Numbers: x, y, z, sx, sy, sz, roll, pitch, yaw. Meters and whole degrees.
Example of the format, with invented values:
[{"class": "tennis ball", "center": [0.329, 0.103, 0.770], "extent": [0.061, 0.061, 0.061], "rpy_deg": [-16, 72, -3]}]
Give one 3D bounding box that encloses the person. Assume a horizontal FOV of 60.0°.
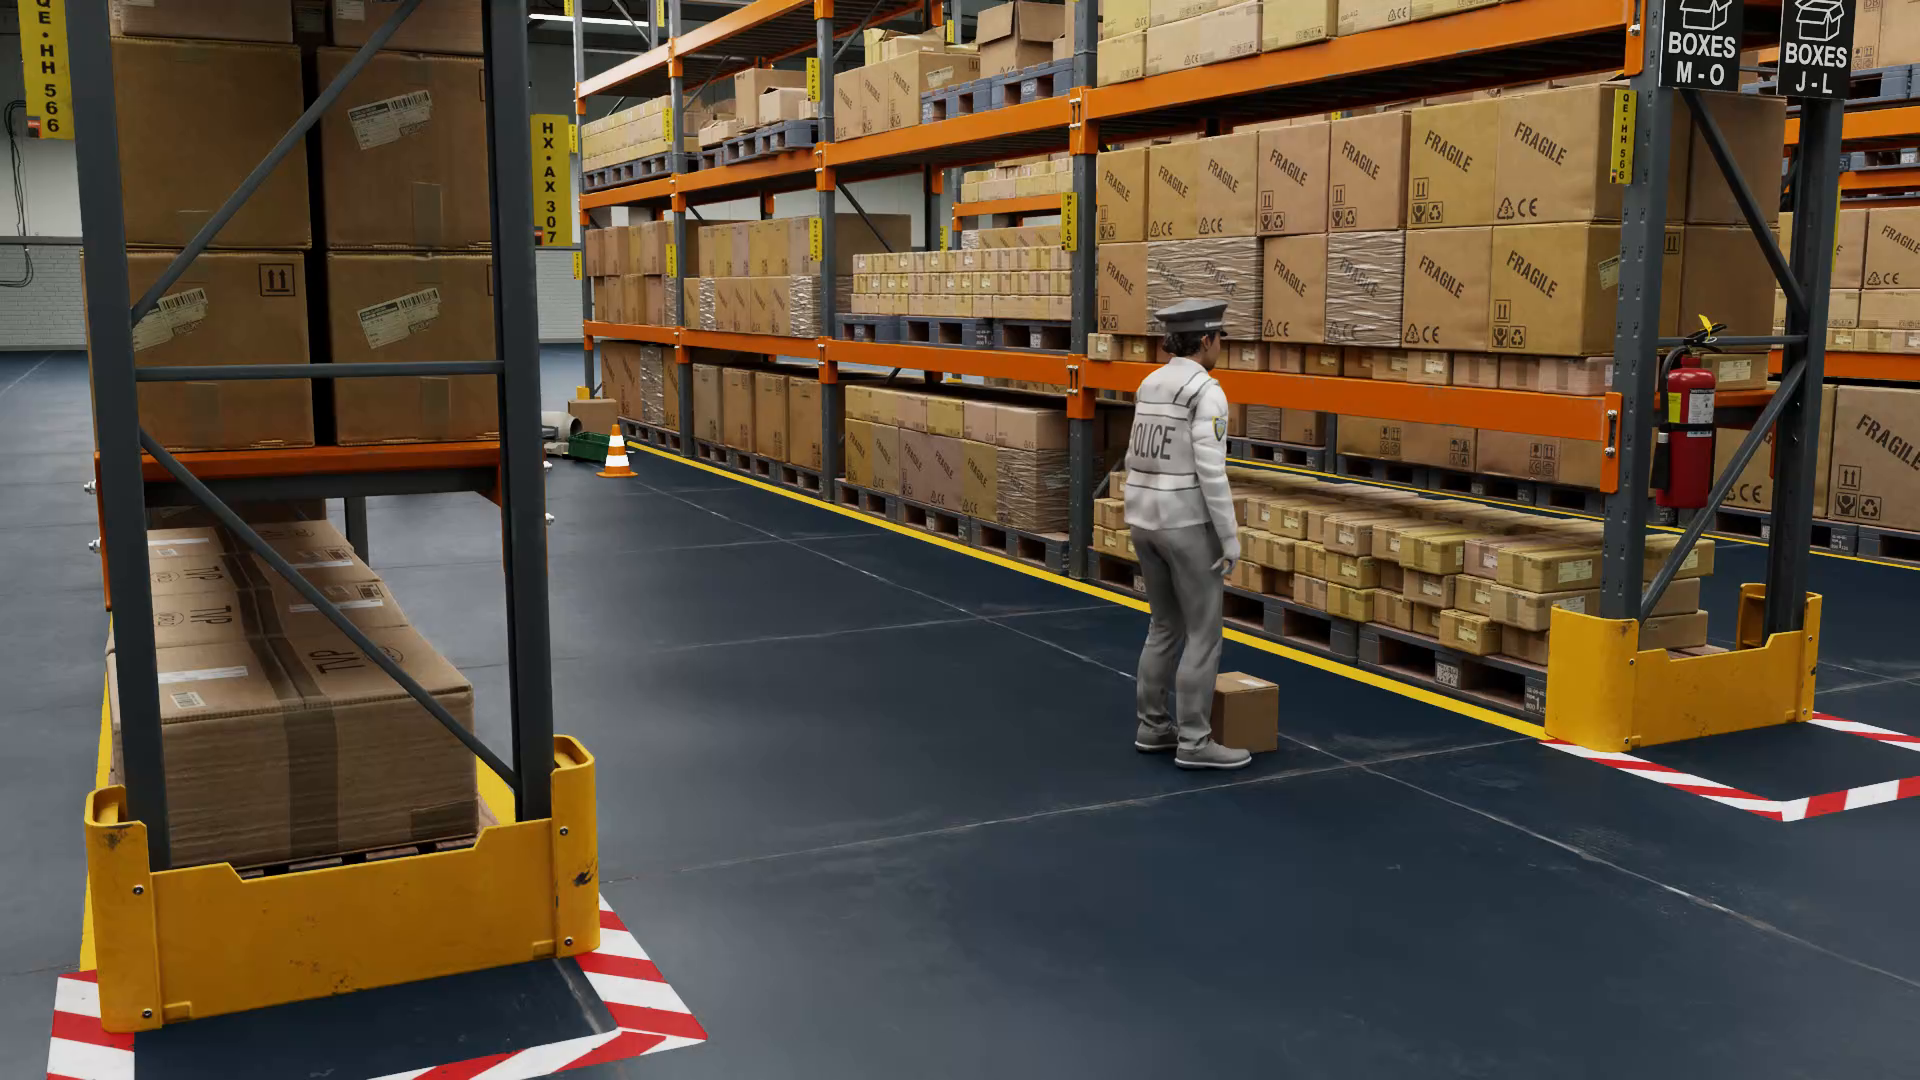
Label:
[{"class": "person", "center": [0.801, -0.031, 6.028], "extent": [0.370, 1.666, 0.545], "rpy_deg": [-5, 10, -28]}]
